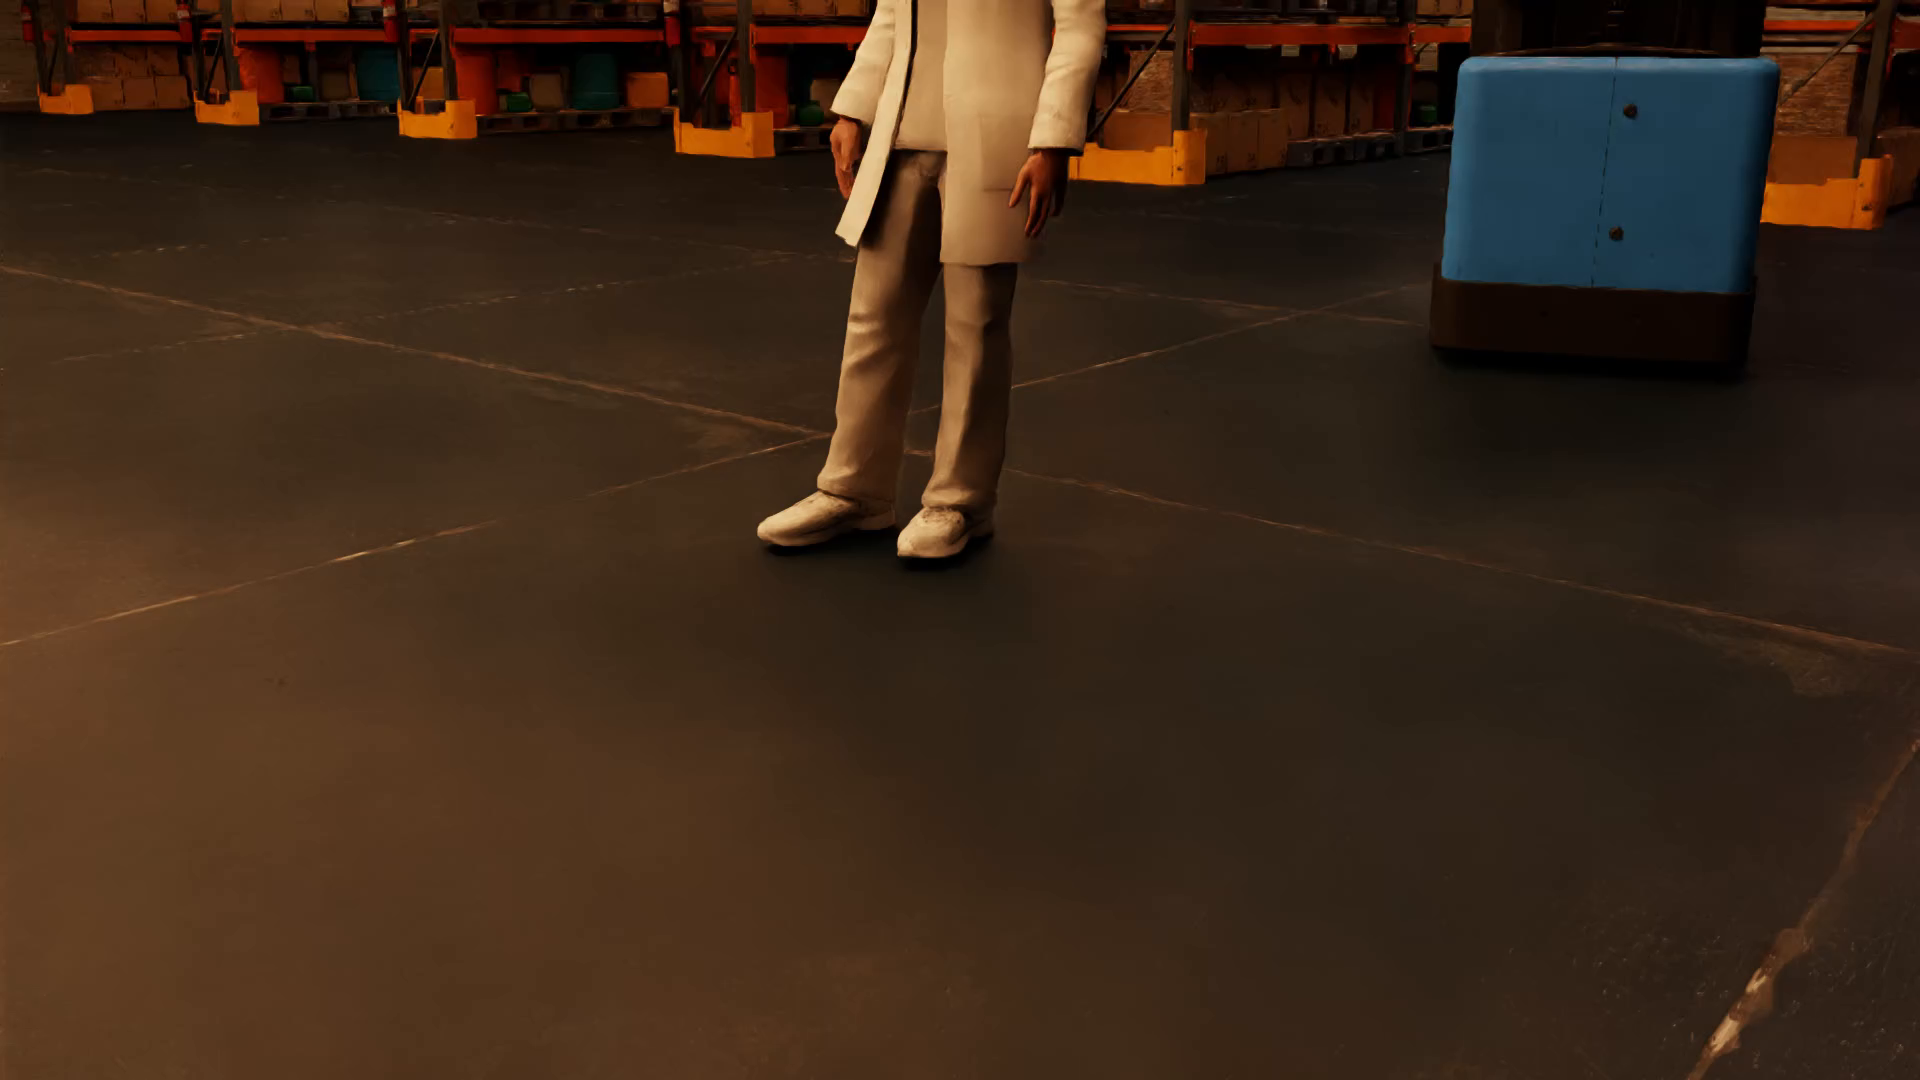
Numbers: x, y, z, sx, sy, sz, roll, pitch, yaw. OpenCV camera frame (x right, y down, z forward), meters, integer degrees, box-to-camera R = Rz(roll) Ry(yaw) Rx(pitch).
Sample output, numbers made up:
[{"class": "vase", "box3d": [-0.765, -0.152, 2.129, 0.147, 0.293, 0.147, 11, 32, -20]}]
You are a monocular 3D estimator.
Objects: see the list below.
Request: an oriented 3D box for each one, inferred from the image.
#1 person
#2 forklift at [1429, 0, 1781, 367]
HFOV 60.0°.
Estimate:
[{"class": "person", "box3d": [-0.061, -0.838, 3.617, 0.694, 1.776, 0.579, 13, 21, 37]}, {"class": "forklift", "box3d": [2.687, -2.391, 6.771, 1.130, 2.935, 3.031, 6, 18, 19]}]
